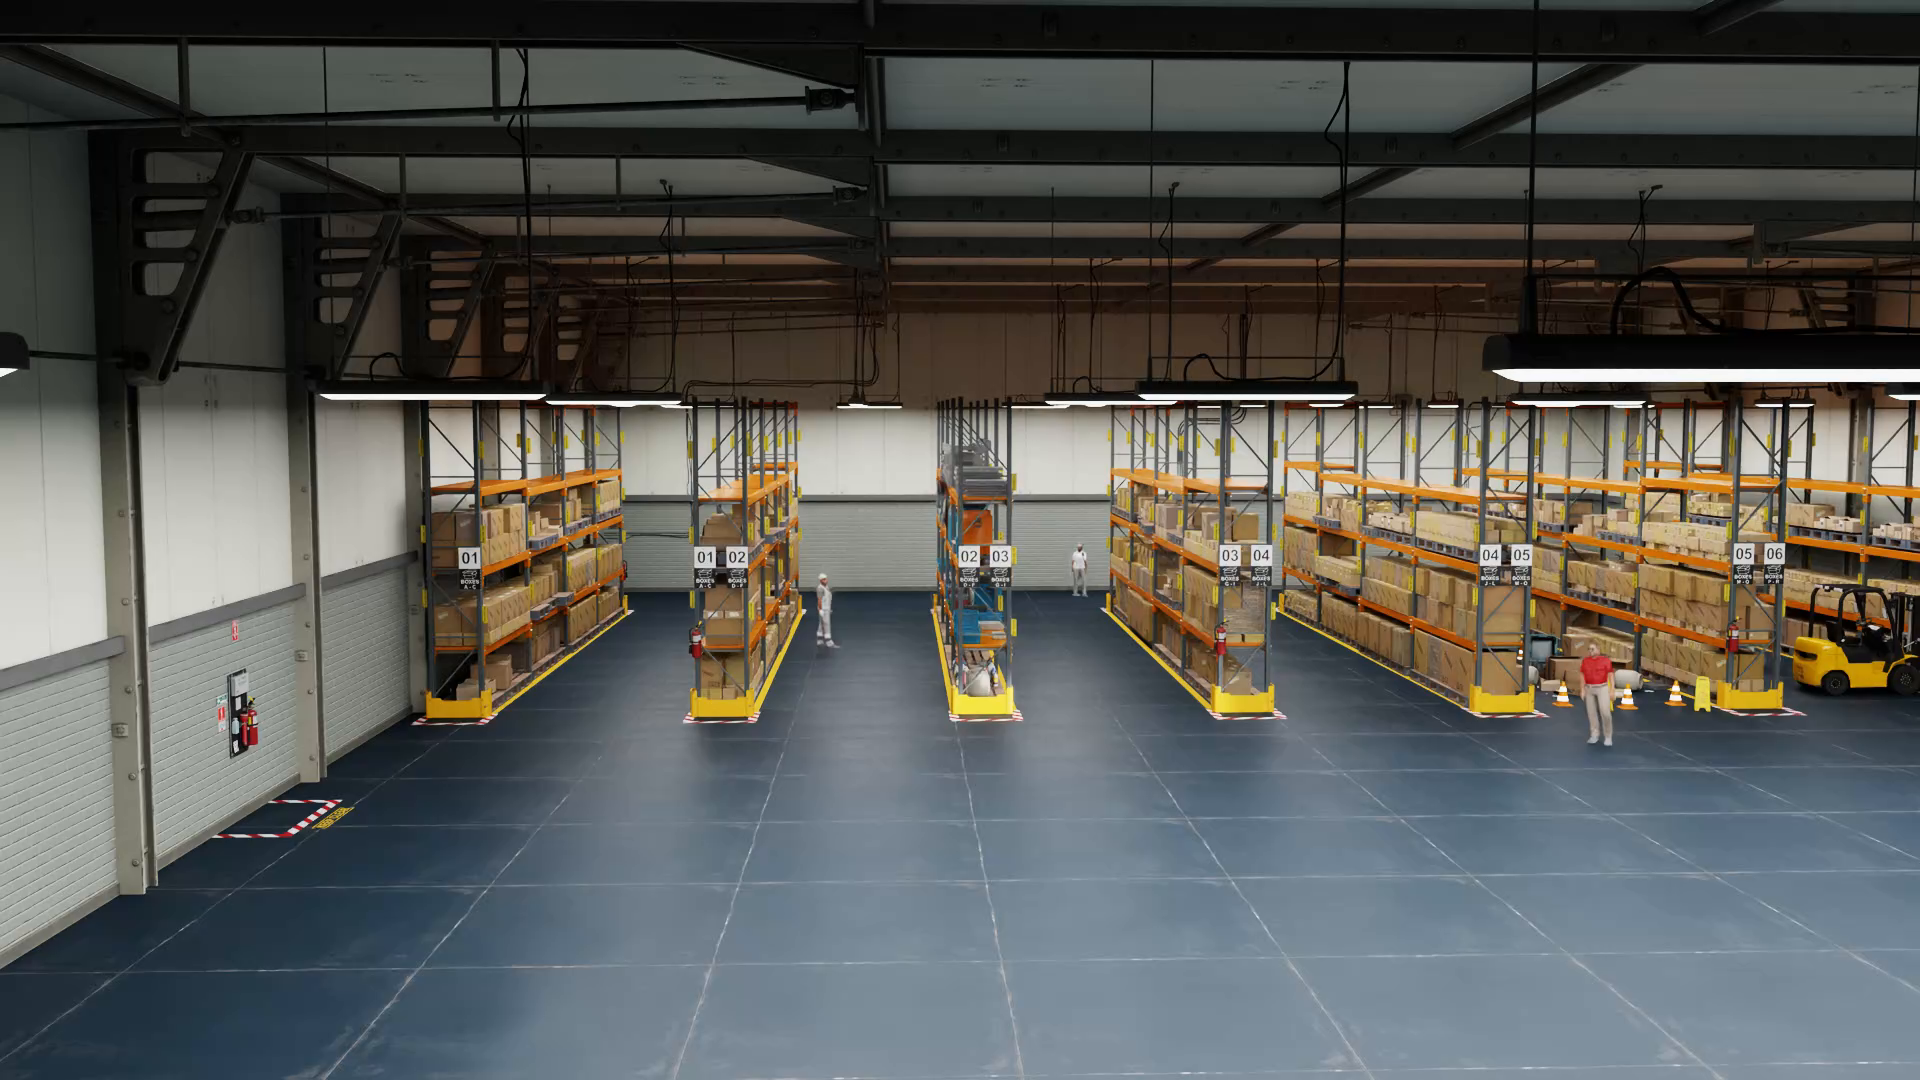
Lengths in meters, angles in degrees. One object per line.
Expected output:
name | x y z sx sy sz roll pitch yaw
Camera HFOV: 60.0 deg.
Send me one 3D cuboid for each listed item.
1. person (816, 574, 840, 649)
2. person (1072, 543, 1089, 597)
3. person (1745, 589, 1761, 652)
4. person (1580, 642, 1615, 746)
person | -3.154 1.697 39.938 0.572 1.780 0.576 0 4 1
person | 3.727 0.926 51.572 0.471 1.700 0.533 -1 5 -18
person | 17.829 1.943 37.586 0.616 1.810 0.678 -1 4 -11
person | 11.006 2.656 28.748 0.617 1.780 0.391 4 6 42
